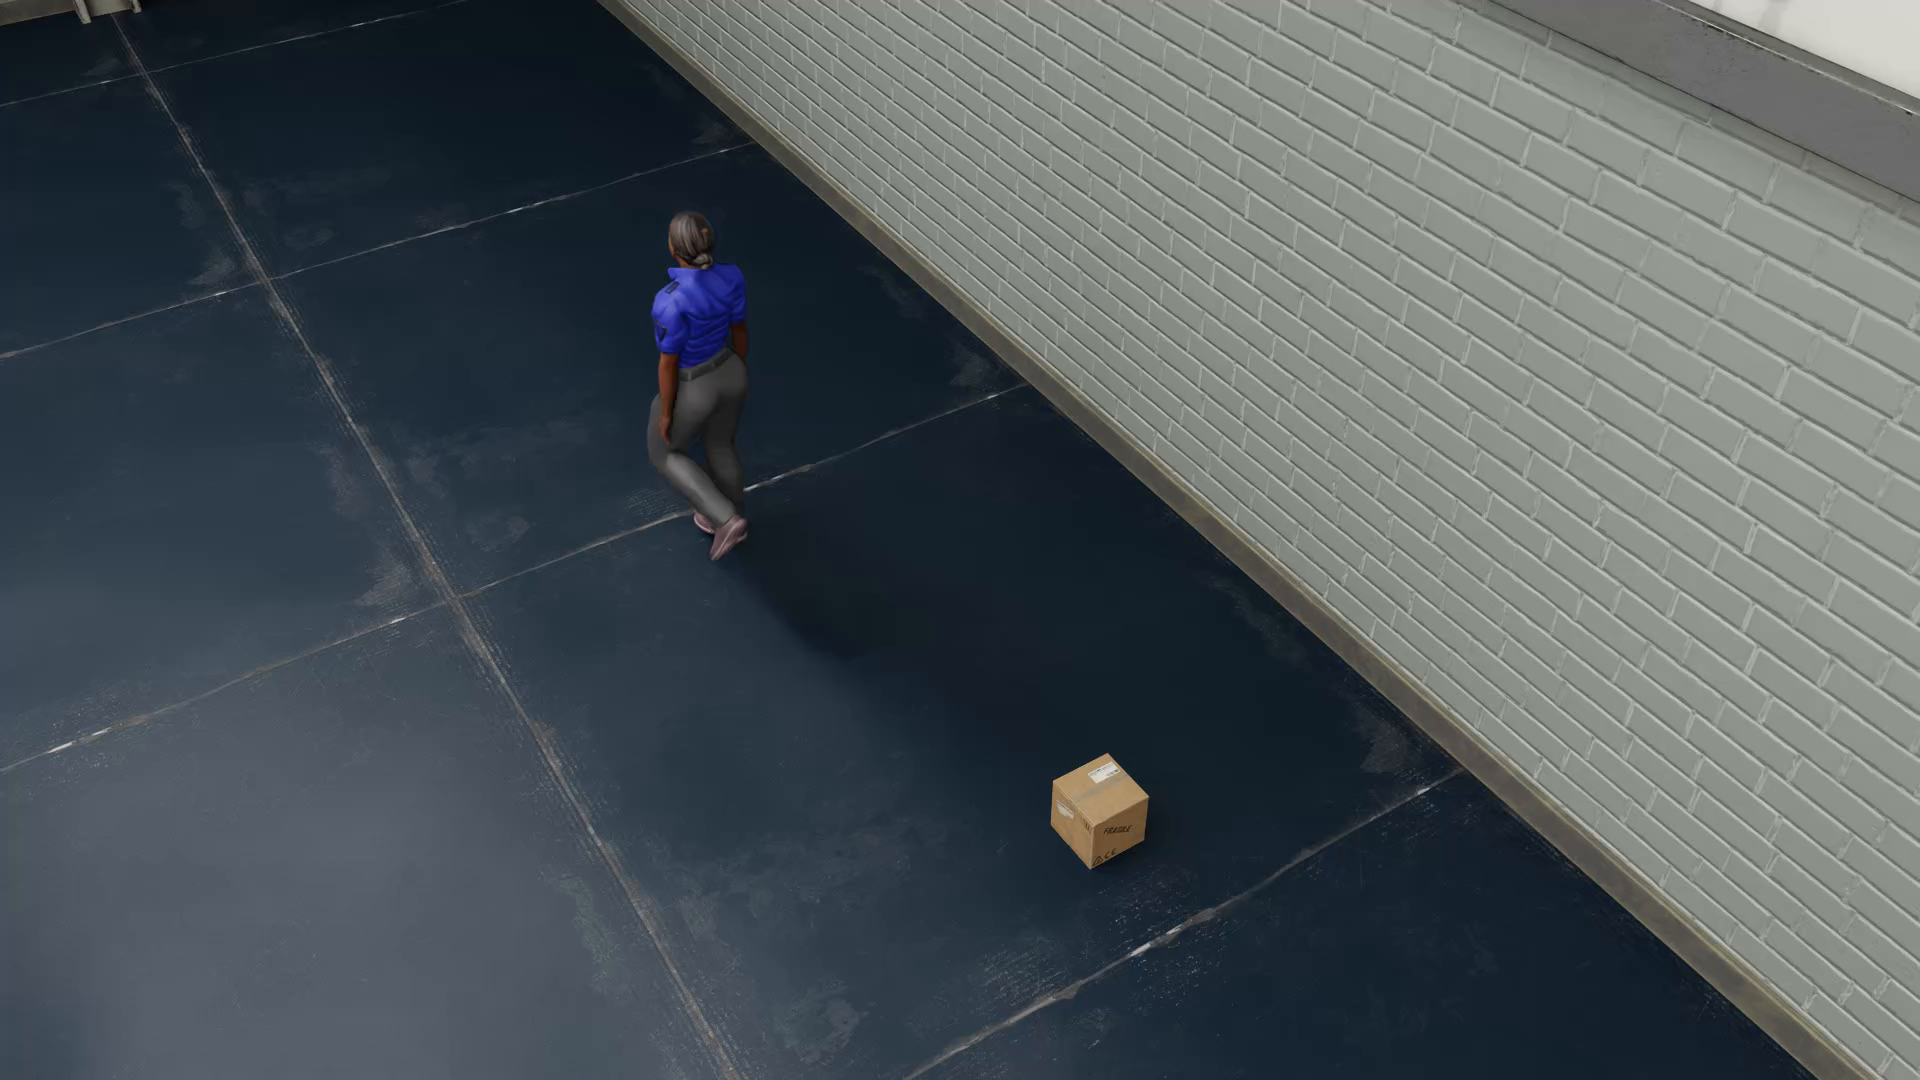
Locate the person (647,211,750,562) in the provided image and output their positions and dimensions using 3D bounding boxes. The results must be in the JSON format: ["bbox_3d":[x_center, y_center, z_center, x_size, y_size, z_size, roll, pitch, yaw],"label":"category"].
[{"bbox_3d":[-1.051,-0.617,6.830,0.477,1.648,0.472,31,49,30],"label":"person"}]
